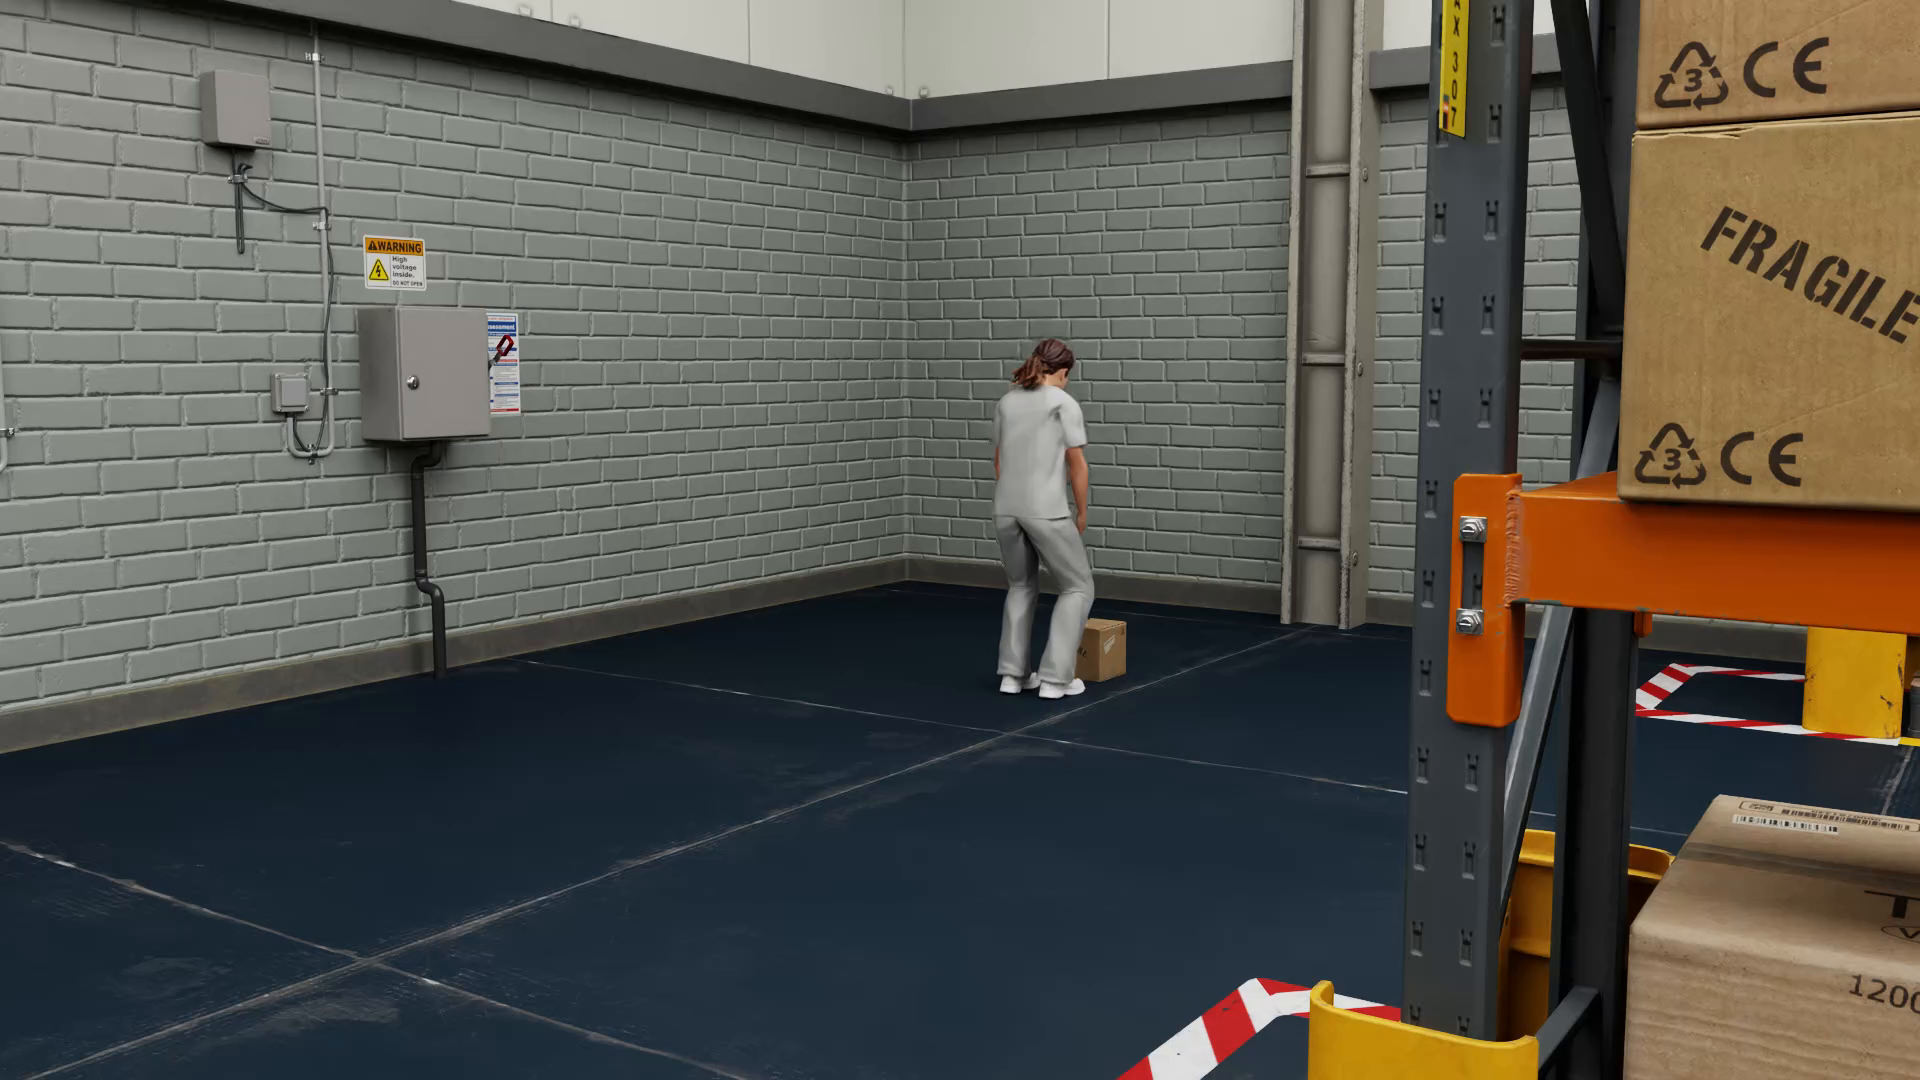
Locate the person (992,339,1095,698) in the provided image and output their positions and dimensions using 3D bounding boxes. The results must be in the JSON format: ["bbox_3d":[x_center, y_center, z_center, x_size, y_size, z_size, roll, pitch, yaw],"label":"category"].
[{"bbox_3d":[0.343,-0.100,7.369,0.475,1.573,0.467,4,8,35],"label":"person"}]
